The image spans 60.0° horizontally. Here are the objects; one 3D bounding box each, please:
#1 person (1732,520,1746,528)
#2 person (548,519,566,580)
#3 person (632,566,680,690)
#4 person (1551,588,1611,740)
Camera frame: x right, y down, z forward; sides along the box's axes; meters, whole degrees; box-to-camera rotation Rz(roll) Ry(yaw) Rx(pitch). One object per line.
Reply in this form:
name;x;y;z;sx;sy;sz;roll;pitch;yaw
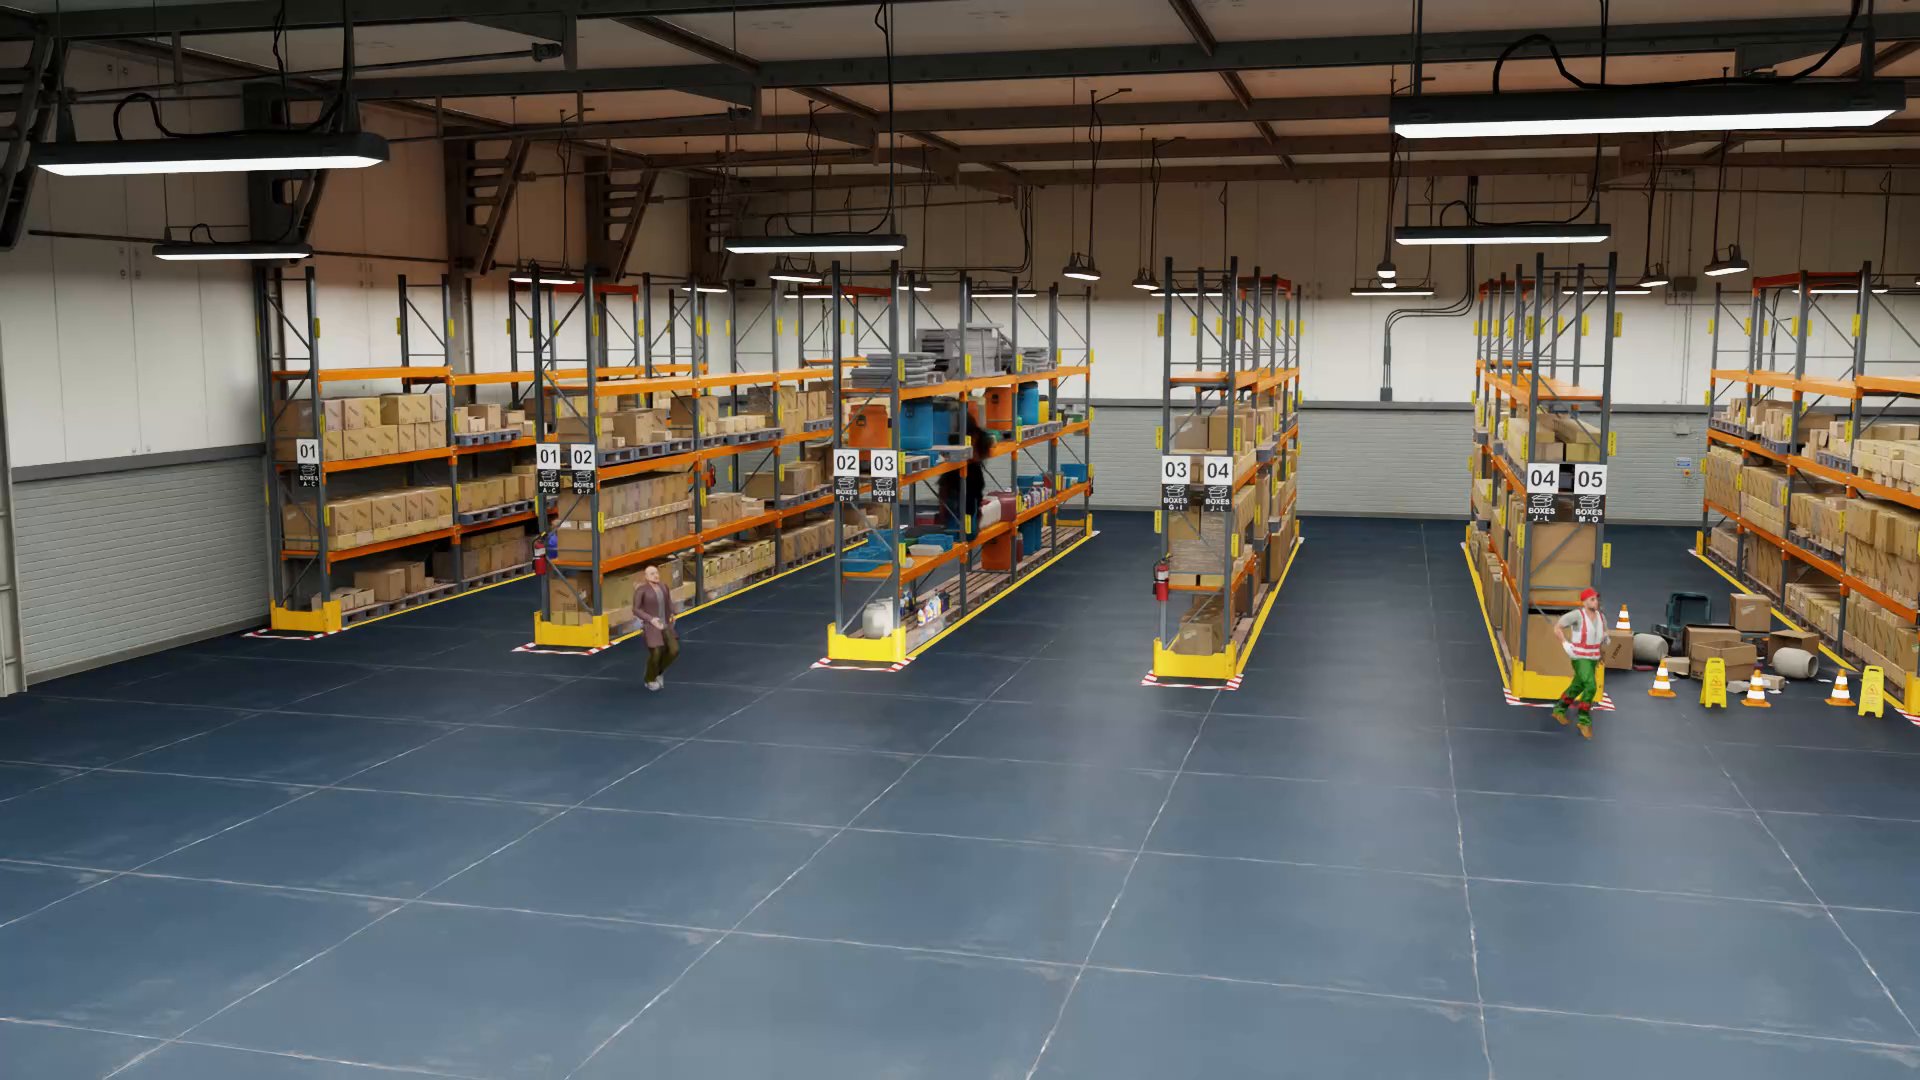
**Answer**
person;17.804;-0.640;37.851;0.720;1.723;0.565;-6;9;-40
person;-7.257;0.426;29.845;0.573;1.602;0.546;0;7;3
person;-4.190;1.223;23.062;0.607;1.737;0.722;7;10;44
person;7.744;1.501;20.677;0.676;1.844;0.743;-4;8;-27
